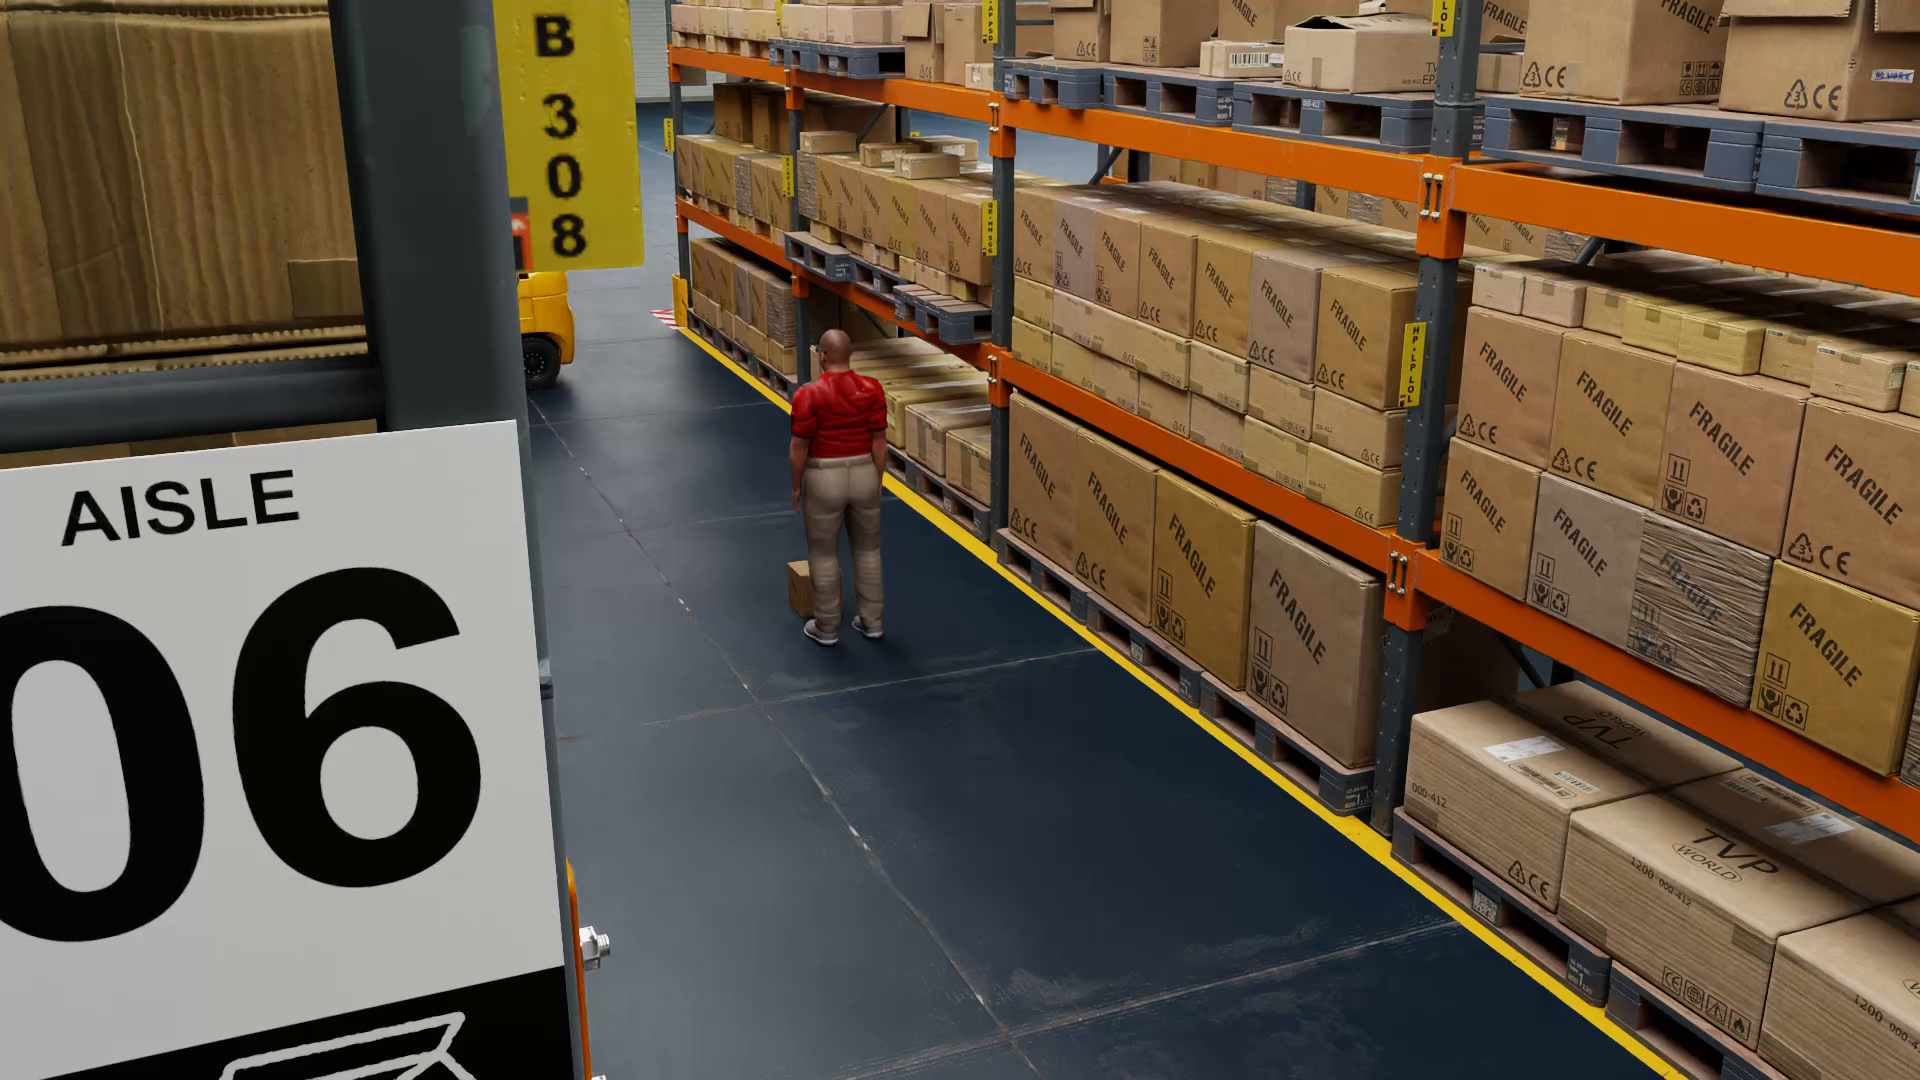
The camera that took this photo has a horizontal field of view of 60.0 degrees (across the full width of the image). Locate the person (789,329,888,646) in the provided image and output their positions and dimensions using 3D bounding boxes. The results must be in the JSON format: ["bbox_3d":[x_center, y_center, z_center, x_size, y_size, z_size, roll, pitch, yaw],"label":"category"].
[{"bbox_3d":[-0.662,-0.281,8.936,0.531,1.738,0.363,-7,20,-21],"label":"person"}]
